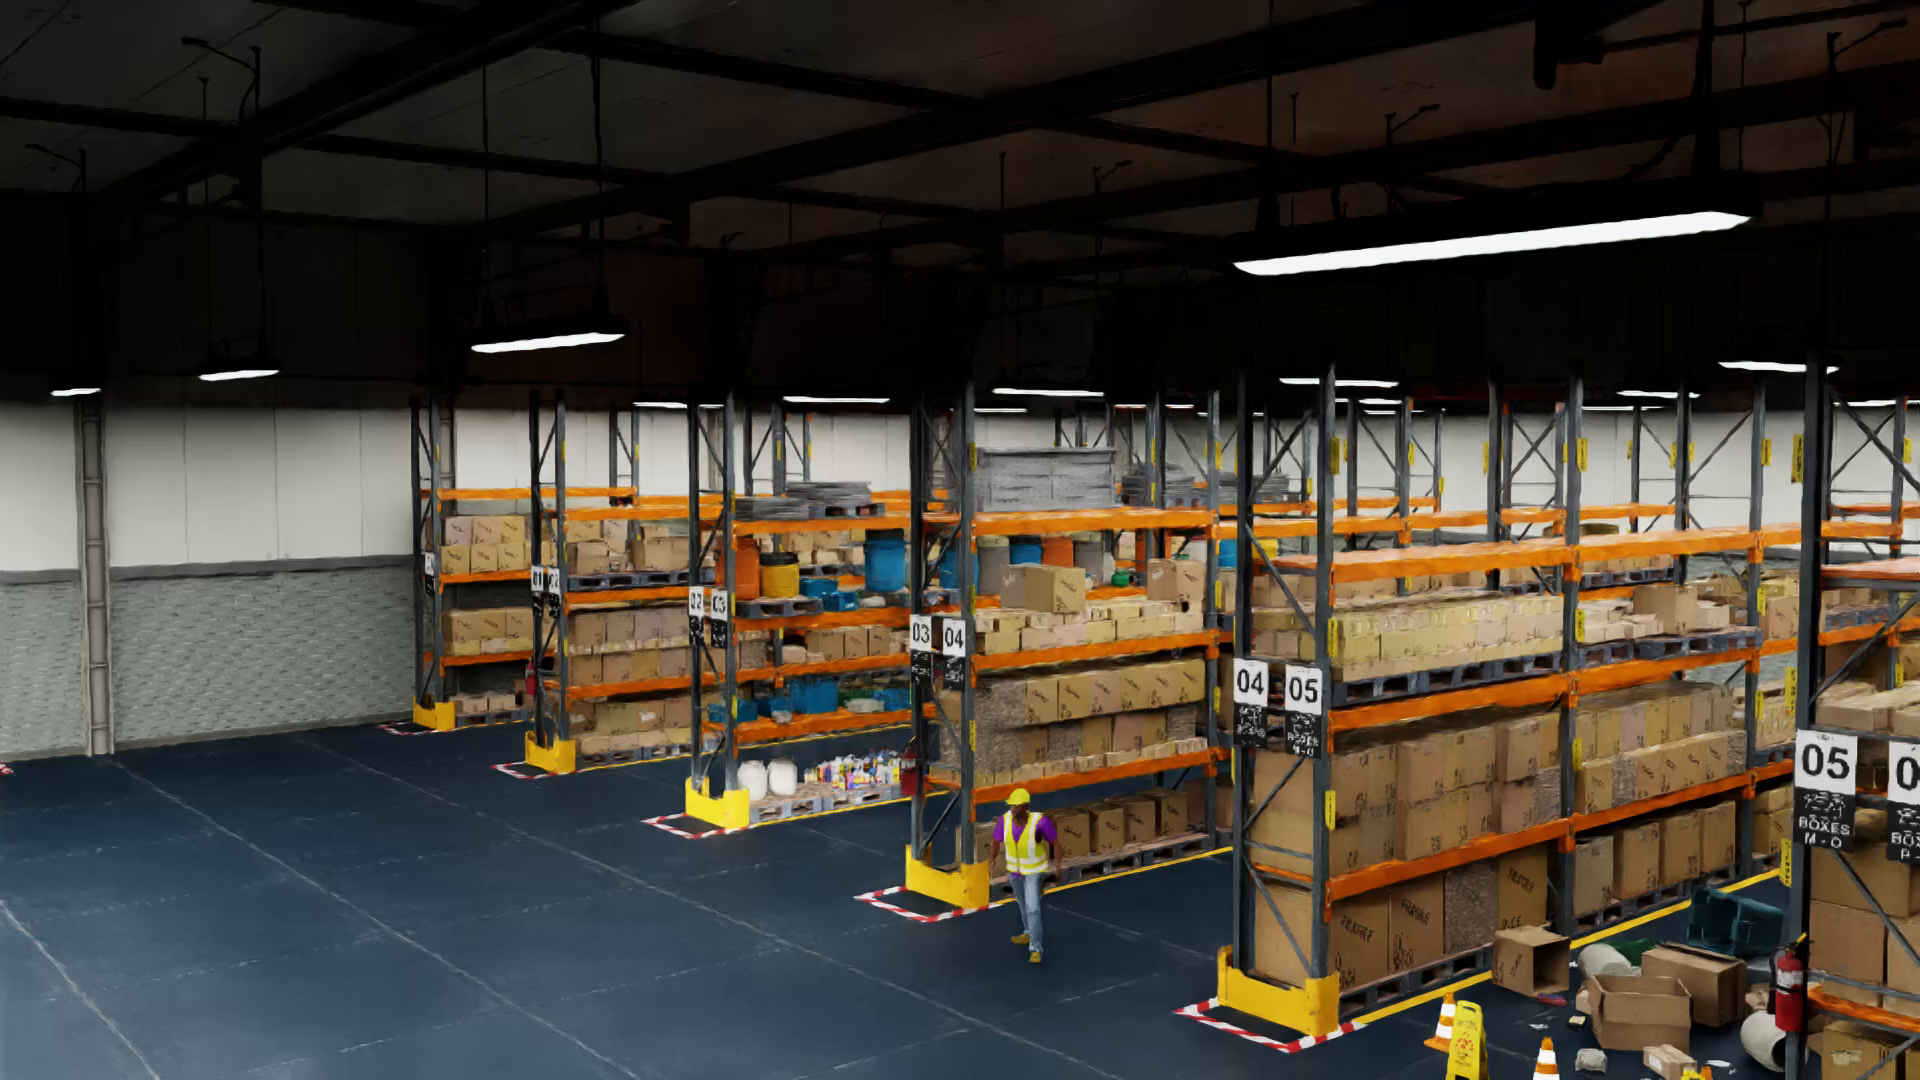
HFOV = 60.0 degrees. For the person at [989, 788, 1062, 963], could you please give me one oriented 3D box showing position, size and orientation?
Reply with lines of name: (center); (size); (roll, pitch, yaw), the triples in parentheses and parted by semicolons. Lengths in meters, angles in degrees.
person: (0.676, 3.320, 16.756); (0.710, 1.703, 0.836); (2, 4, 34)
